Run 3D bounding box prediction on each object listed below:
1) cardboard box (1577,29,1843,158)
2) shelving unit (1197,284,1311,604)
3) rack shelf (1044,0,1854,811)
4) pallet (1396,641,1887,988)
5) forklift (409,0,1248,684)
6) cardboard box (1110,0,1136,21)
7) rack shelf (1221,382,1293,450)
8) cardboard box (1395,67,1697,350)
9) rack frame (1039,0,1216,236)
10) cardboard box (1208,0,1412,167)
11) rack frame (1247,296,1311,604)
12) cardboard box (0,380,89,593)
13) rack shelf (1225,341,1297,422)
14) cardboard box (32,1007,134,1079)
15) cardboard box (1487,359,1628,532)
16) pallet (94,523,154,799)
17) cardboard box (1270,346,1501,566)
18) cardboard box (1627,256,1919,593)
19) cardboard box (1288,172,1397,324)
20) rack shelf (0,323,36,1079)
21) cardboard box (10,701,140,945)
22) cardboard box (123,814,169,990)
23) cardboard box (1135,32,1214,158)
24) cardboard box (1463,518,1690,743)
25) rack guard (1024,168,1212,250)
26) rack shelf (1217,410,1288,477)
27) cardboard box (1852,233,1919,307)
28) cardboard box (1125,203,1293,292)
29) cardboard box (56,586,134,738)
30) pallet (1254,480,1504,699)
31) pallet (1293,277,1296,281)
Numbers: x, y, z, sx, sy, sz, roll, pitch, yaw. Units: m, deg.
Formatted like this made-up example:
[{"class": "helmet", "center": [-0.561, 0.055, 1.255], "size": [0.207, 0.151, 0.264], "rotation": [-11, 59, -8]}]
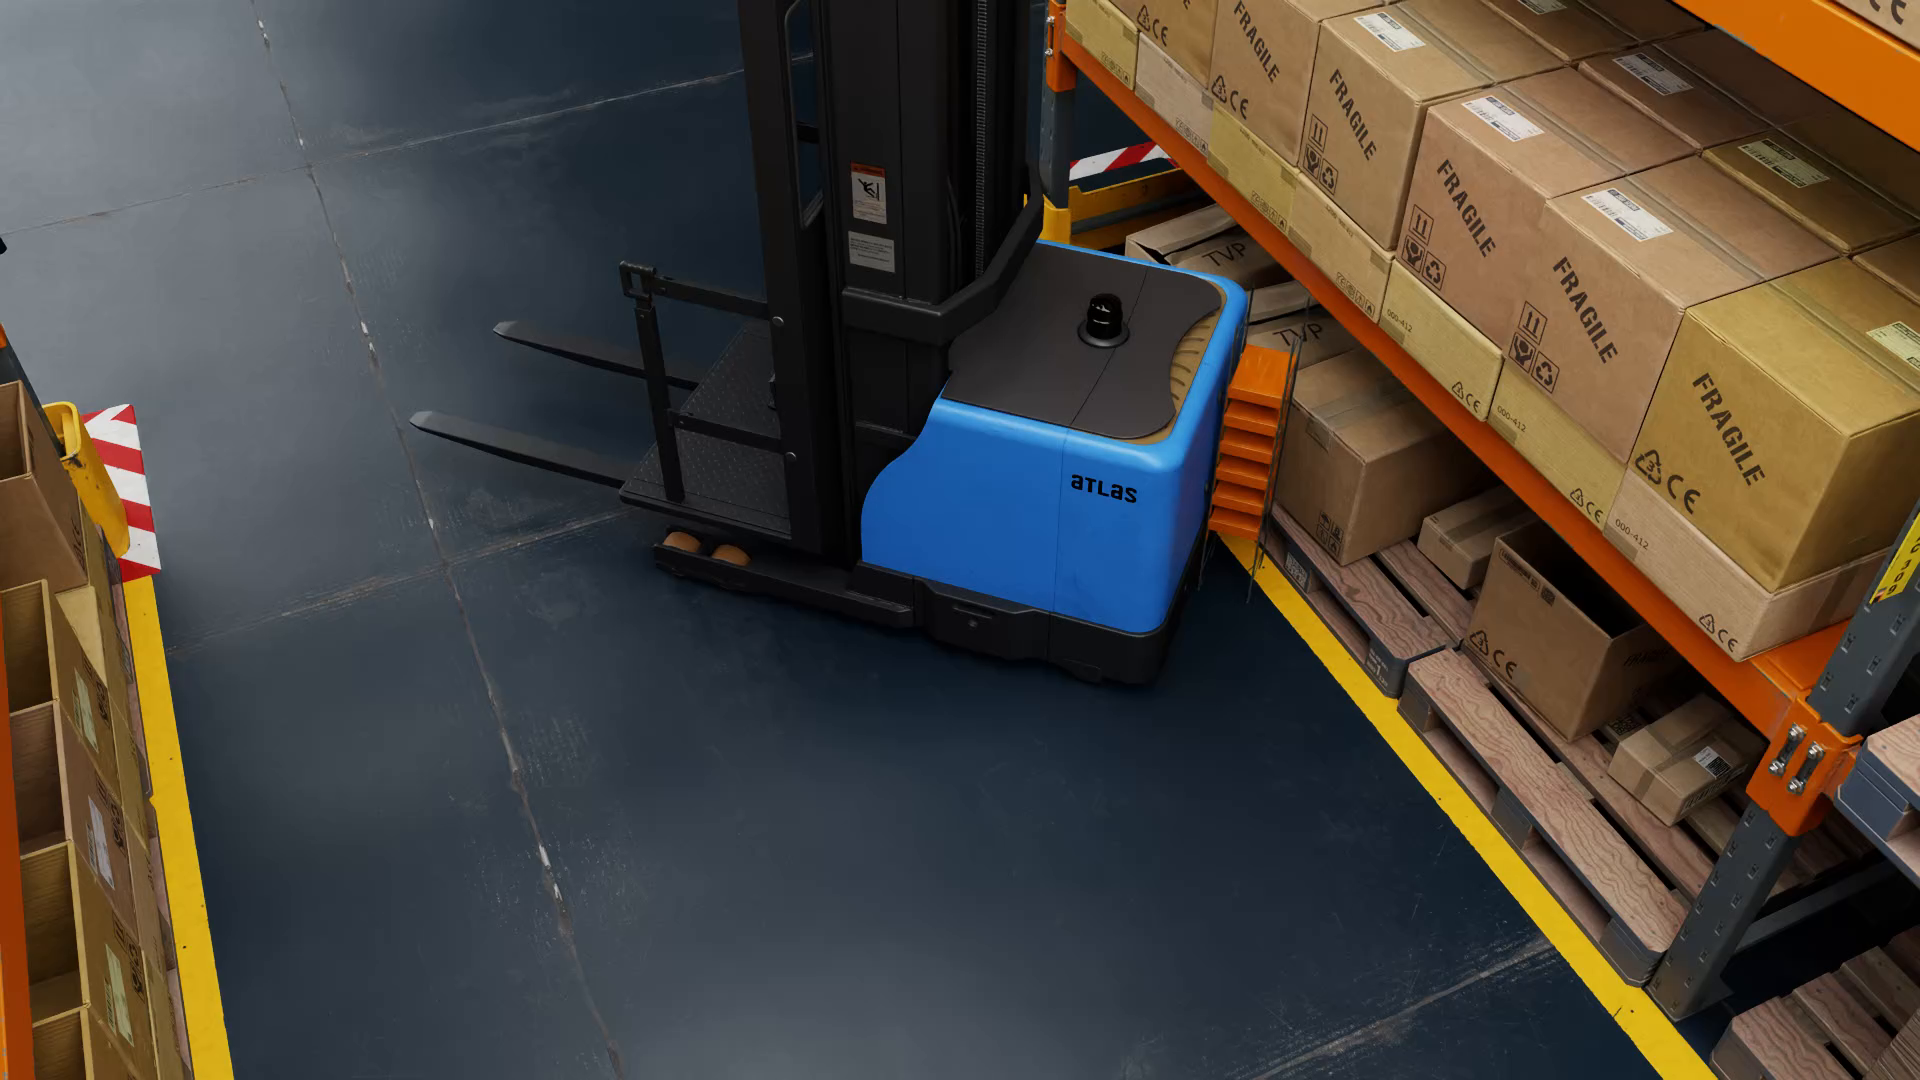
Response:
[{"class": "cardboard box", "center": [2.071, -1.081, 4.769], "size": [0.500, 0.500, 0.500], "rotation": [-17, 47, -16]}, {"class": "shelving unit", "center": [0.995, -0.298, 5.698], "size": [0.189, 1.200, 0.258], "rotation": [15, 46, 14]}, {"class": "rack shelf", "center": [1.657, -0.868, 5.506], "size": [1.077, 0.370, 4.000], "rotation": [-18, 47, -17]}, {"class": "pallet", "center": [2.183, 0.726, 5.364], "size": [1.003, 0.211, 1.213], "rotation": [-18, 47, -17]}, {"class": "forklift", "center": [-0.586, -1.195, 5.374], "size": [3.031, 2.935, 1.130], "rotation": [14, 46, 14]}, {"class": "cardboard box", "center": [0.744, -2.226, 5.929], "size": [0.500, 0.500, 0.500], "rotation": [-18, 47, -17]}, {"class": "rack shelf", "center": [0.995, -0.437, 5.561], "size": [0.180, 0.103, 0.258], "rotation": [15, 46, 14]}, {"class": "cardboard box", "center": [1.601, -0.920, 4.606], "size": [0.500, 0.500, 0.500], "rotation": [-19, 48, -19]}, {"class": "rack frame", "center": [0.816, -2.398, 6.545], "size": [1.000, 3.000, 0.127], "rotation": [-18, 47, -17]}, {"class": "cardboard box", "center": [1.154, -1.577, 5.271], "size": [0.500, 0.500, 0.500], "rotation": [-20, 48, -19]}, {"class": "rack frame", "center": [1.081, -0.276, 5.675], "size": [0.006, 1.200, 0.240], "rotation": [15, 46, 14]}, {"class": "cardboard box", "center": [-3.182, -0.117, 5.357], "size": [0.500, 0.500, 0.500], "rotation": [-18, 47, -17]}, {"class": "rack shelf", "center": [0.995, -0.523, 5.476], "size": [0.180, 0.103, 0.258], "rotation": [15, 46, 14]}, {"class": "cardboard box", "center": [-2.123, 1.474, 3.745], "size": [0.500, 0.500, 0.500], "rotation": [-18, 47, -17]}, {"class": "cardboard box", "center": [1.822, -0.335, 4.547], "size": [0.500, 0.250, 0.500], "rotation": [-18, 47, -17]}, {"class": "pallet", "center": [-3.318, 0.535, 5.558], "size": [1.003, 0.211, 1.213], "rotation": [-18, 47, -17]}, {"class": "cardboard box", "center": [1.528, -0.352, 5.938], "size": [0.700, 0.500, 0.500], "rotation": [-21, 48, -20]}, {"class": "cardboard box", "center": [2.018, -0.280, 3.957], "size": [0.500, 0.500, 0.500], "rotation": [-18, 47, -18]}, {"class": "cardboard box", "center": [1.384, -0.971, 5.191], "size": [0.500, 0.250, 0.500], "rotation": [-18, 47, -17]}, {"class": "rack shelf", "center": [-2.836, 0.598, 4.021], "size": [1.077, 0.370, 4.000], "rotation": [-18, 47, -17]}, {"class": "cardboard box", "center": [-2.539, 0.835, 4.393], "size": [0.500, 0.500, 0.500], "rotation": [-18, 47, -17]}, {"class": "cardboard box", "center": [-2.542, 1.103, 4.655], "size": [0.500, 0.250, 0.500], "rotation": [-18, 47, -17]}, {"class": "cardboard box", "center": [0.964, -1.621, 5.849], "size": [0.500, 0.250, 0.500], "rotation": [-19, 48, -19]}, {"class": "cardboard box", "center": [2.025, 0.234, 5.343], "size": [0.500, 0.500, 0.500], "rotation": [-21, 49, -20]}, {"class": "rack guard", "center": [0.848, -1.460, 7.374], "size": [1.175, 0.500, 0.348], "rotation": [-18, 47, -17]}, {"class": "rack shelf", "center": [0.995, -0.352, 5.645], "size": [0.180, 0.103, 0.258], "rotation": [15, 46, 14]}, {"class": "cardboard box", "center": [2.490, -0.431, 4.110], "size": [0.500, 0.500, 0.500], "rotation": [-19, 48, -18]}, {"class": "cardboard box", "center": [1.025, -1.130, 6.861], "size": [0.500, 0.311, 0.500], "rotation": [-23, 49, -22]}, {"class": "cardboard box", "center": [-2.962, 0.466, 5.301], "size": [0.500, 0.250, 0.500], "rotation": [-18, 47, -17]}, {"class": "pallet", "center": [1.666, -0.053, 6.153], "size": [1.003, 0.211, 1.213], "rotation": [-18, 47, -17]}, {"class": "pallet", "center": [1.157, -0.829, 6.940], "size": [1.003, 0.211, 1.213], "rotation": [-18, 47, -17]}]
